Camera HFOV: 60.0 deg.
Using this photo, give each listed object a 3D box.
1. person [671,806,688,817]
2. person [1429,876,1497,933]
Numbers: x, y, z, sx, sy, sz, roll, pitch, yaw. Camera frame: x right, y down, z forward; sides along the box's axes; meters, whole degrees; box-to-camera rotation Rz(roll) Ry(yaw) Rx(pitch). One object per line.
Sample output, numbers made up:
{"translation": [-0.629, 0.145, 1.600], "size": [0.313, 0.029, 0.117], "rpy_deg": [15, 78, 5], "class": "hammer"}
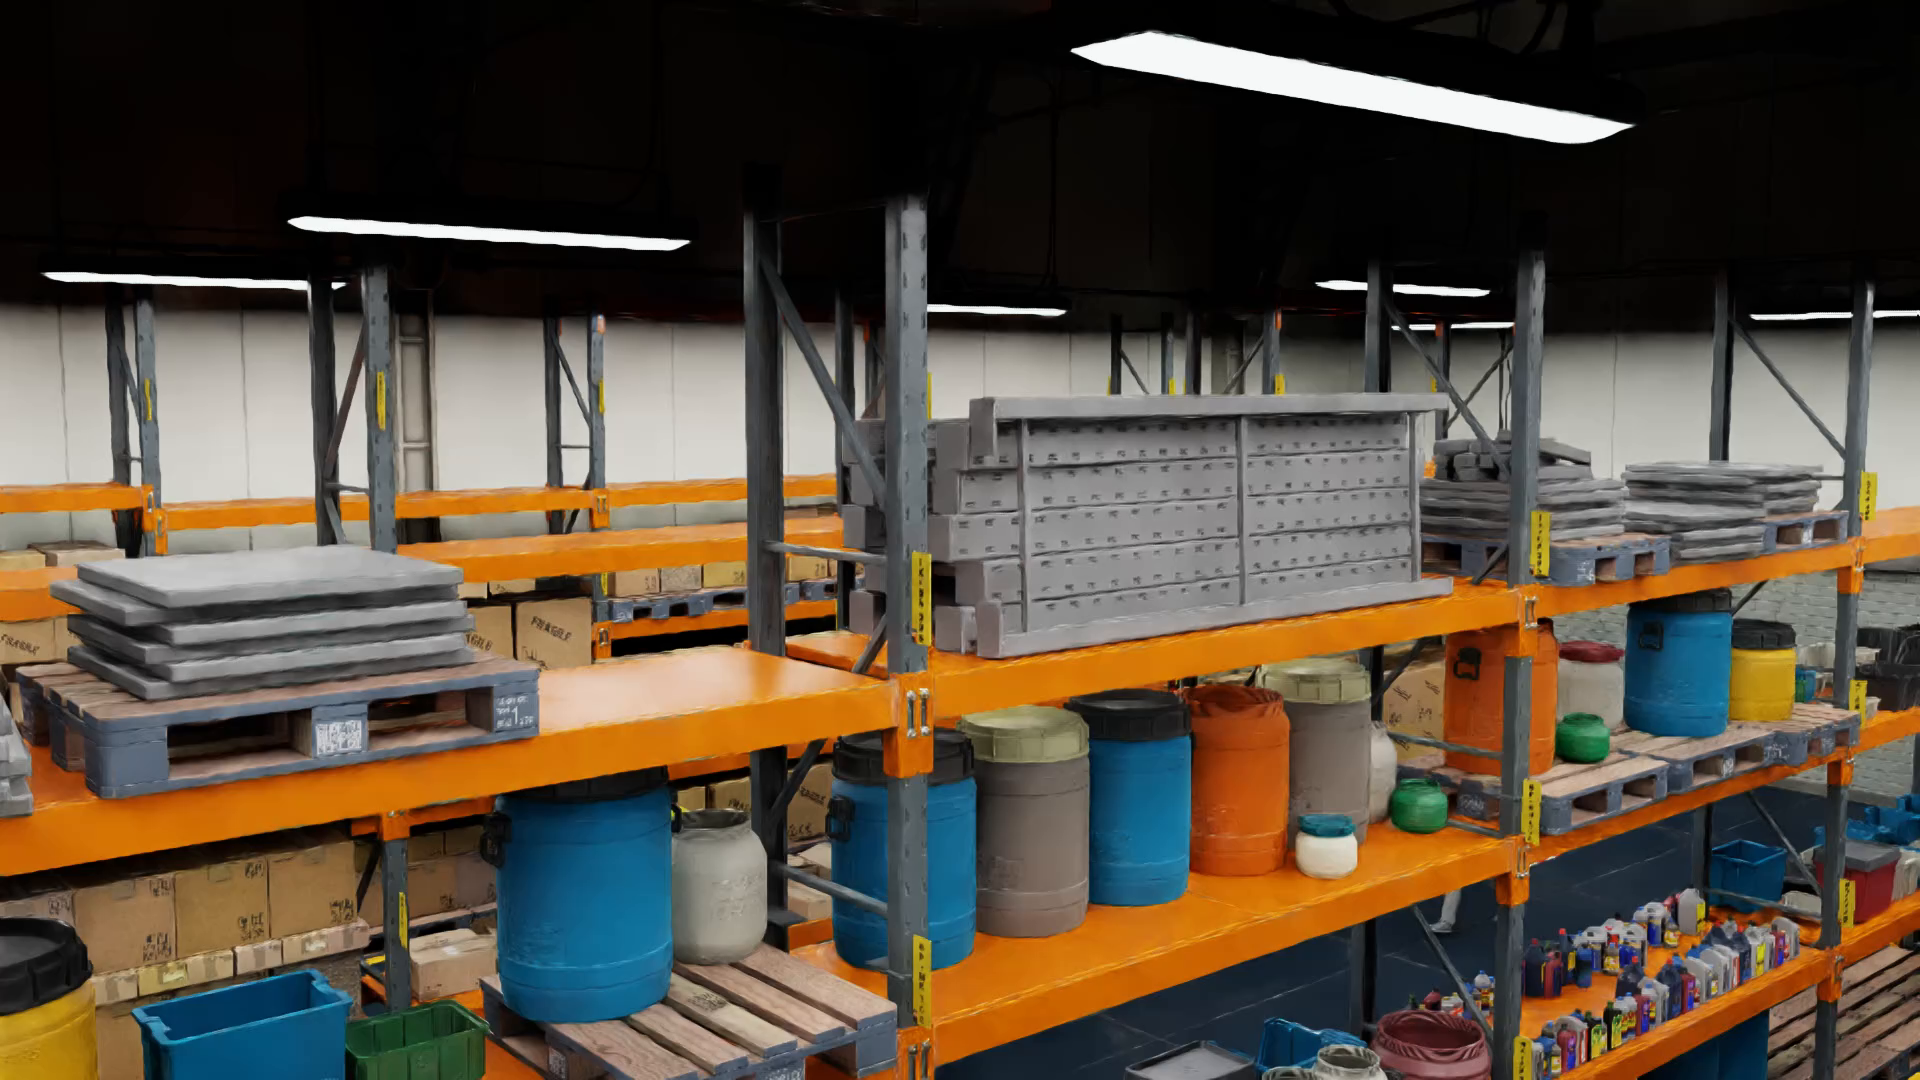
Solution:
{"translation": [-2.280, 3.002, 13.622], "size": [1.107, 1.684, 0.579], "rpy_deg": [-4, 7, -37], "class": "person"}
{"translation": [4.833, 2.862, 15.547], "size": [1.081, 1.590, 0.445], "rpy_deg": [-5, 7, -42], "class": "person"}
